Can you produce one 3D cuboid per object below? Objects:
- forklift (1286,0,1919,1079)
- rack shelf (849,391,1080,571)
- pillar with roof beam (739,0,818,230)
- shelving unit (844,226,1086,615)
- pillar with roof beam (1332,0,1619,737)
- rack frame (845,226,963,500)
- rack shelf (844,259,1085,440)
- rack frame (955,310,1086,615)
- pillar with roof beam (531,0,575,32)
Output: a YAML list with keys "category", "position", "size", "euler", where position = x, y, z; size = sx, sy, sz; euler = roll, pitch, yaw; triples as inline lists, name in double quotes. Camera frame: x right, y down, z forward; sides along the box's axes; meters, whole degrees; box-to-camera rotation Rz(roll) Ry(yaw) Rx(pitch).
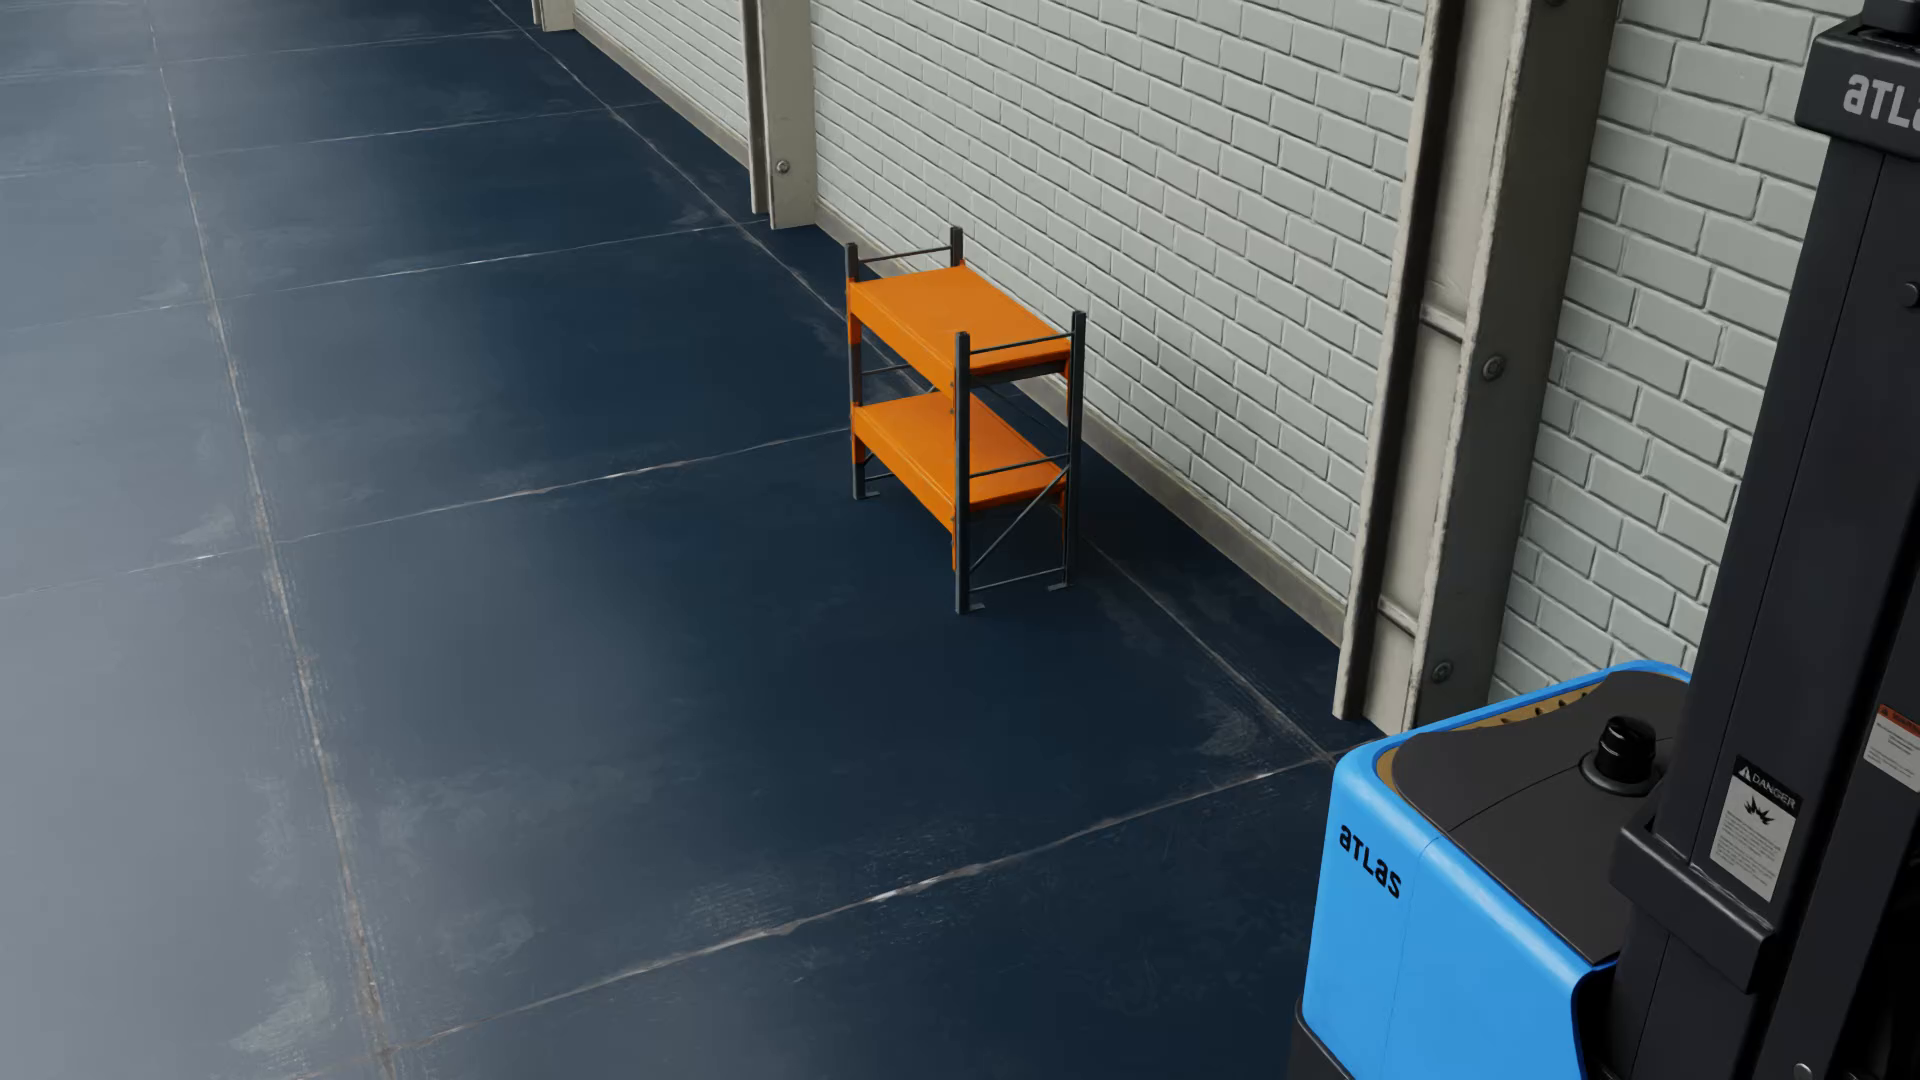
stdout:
- category: "forklift"
  position: [1.906, 0.683, 2.535]
  size: [1.130, 2.935, 3.031]
  euler: [-13, 32, -22]
- category: "rack shelf"
  position: [-0.003, -0.280, 6.600]
  size: [0.538, 0.278, 1.000]
  euler: [-13, 32, -22]
- category: "pillar with roof beam"
  position: [-4.969, -5.027, 6.515]
  size: [9.100, 9.000, 0.400]
  euler: [-13, 32, -22]
- category: "shelving unit"
  position: [-0.003, -0.494, 6.480]
  size: [0.538, 1.125, 1.048]
  euler: [-13, 32, -22]
- category: "pillar with roof beam"
  position: [-2.393, -2.377, 1.788]
  size: [9.100, 9.000, 0.400]
  euler: [-13, 32, -22]
- category: "rack frame"
  position: [-0.221, -0.718, 6.881]
  size: [0.500, 1.125, 0.032]
  euler: [-13, 32, -22]
- category: "rack shelf"
  position: [-0.003, -0.749, 6.337]
  size: [0.538, 0.278, 1.000]
  euler: [-13, 32, -22]
- category: "rack frame"
  position: [0.215, -0.269, 6.080]
  size: [0.500, 1.125, 0.032]
  euler: [-13, 32, -22]
- category: "pillar with roof beam"
  position: [-7.545, -7.678, 11.241]
  size: [9.100, 9.000, 0.400]
  euler: [-13, 32, -22]
